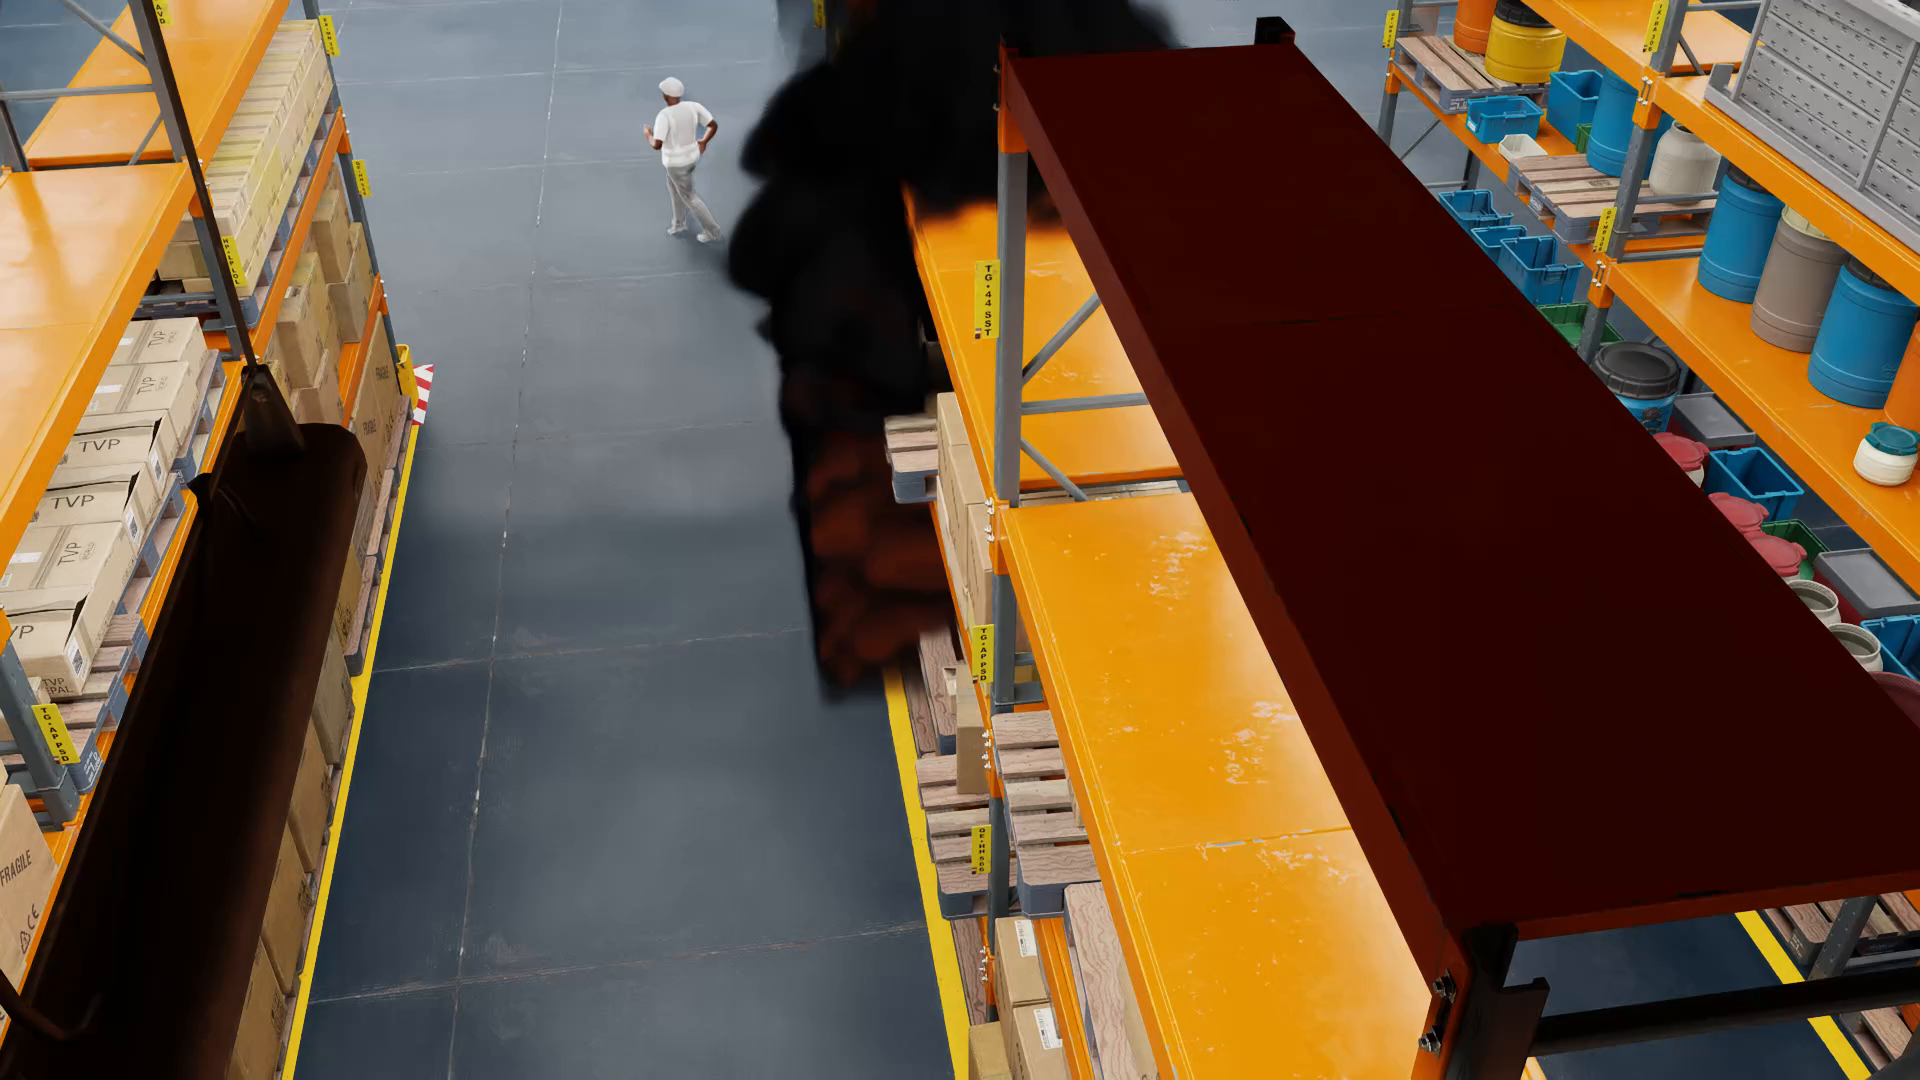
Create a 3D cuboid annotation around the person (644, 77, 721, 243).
[{"bbox_3d":[-2.886,-3.888,17.272,0.806,1.828,0.666,19,41,24],"label":"person"}]
